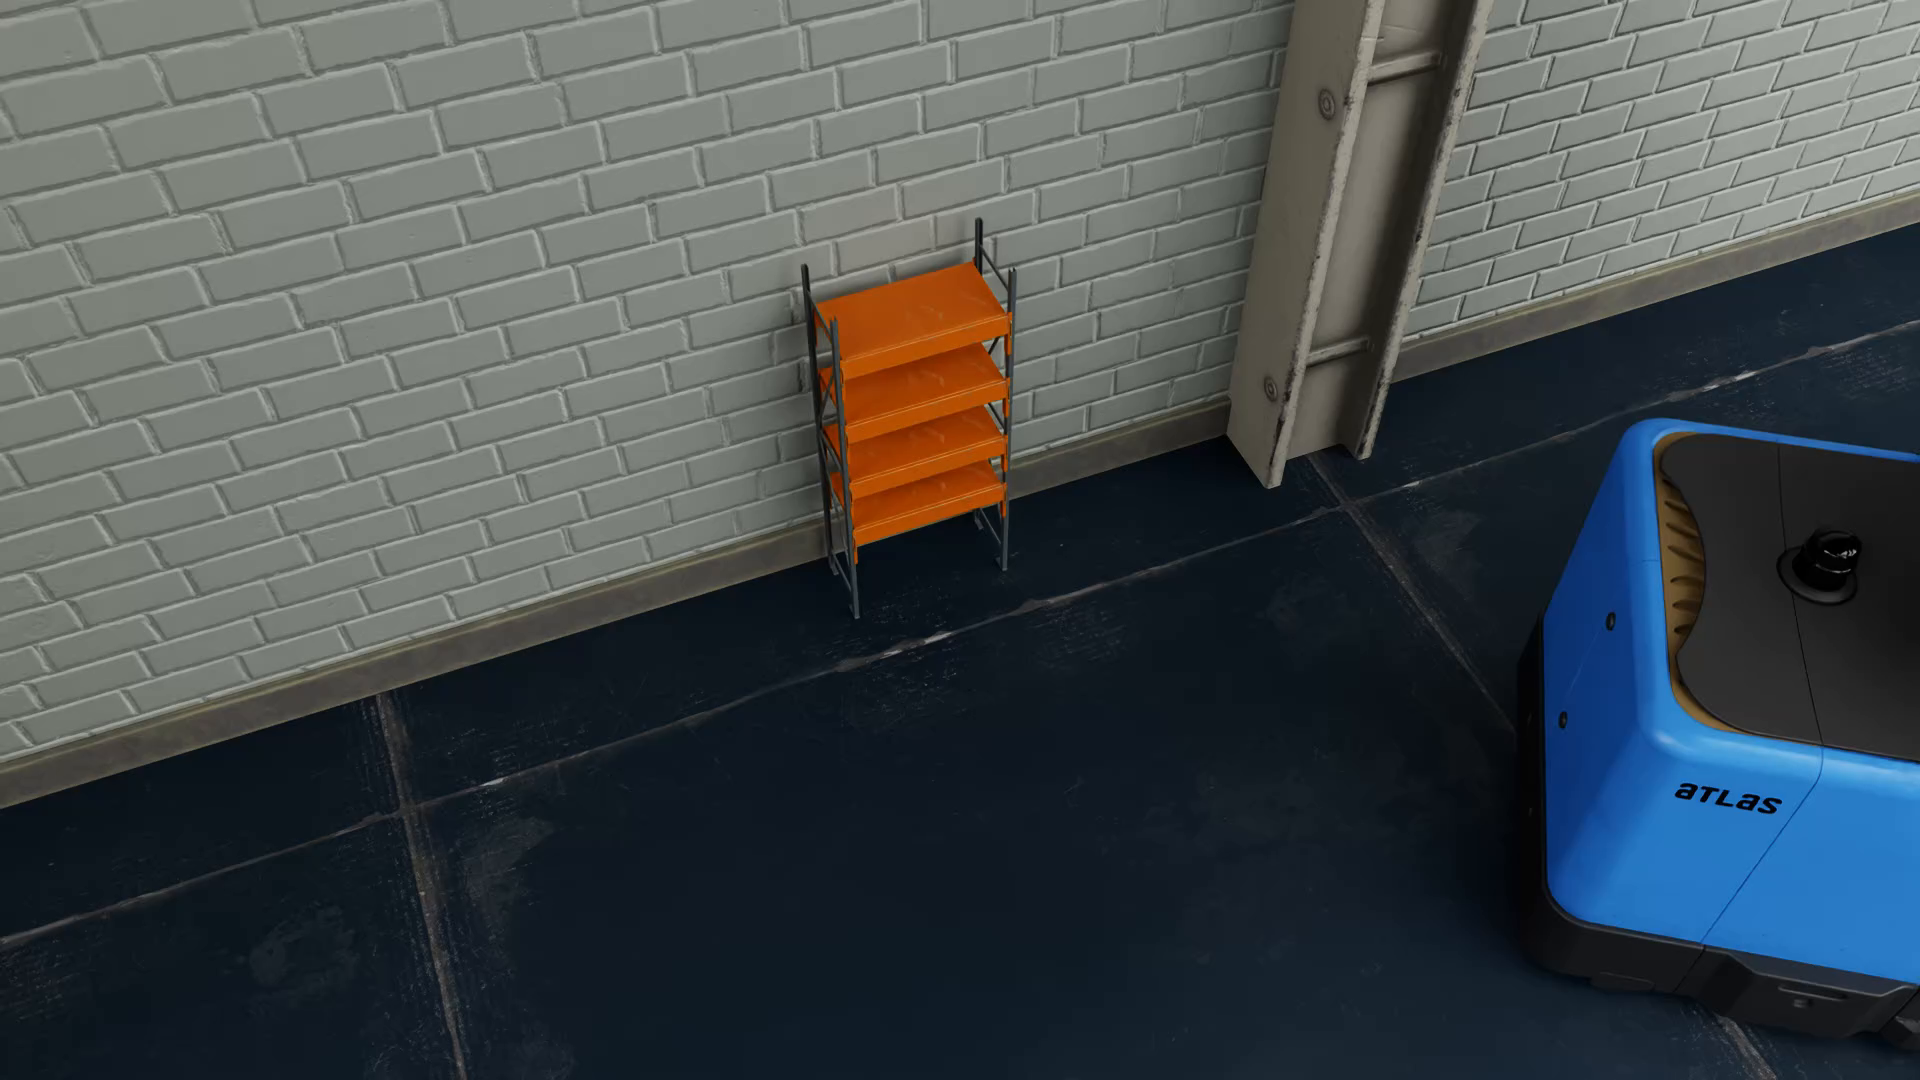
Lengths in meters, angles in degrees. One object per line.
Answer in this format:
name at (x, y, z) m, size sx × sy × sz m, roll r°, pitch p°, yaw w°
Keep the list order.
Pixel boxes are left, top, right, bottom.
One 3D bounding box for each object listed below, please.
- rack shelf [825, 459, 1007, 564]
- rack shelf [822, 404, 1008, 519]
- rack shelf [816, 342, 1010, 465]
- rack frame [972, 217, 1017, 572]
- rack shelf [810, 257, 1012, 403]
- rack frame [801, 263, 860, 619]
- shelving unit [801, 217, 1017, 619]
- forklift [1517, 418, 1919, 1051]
rack shelf at (-0.132, -0.134, 4.925) m, size 0.480 × 0.148 × 0.258 m, roll -18°, pitch 52°, yaw -15°
rack shelf at (-0.132, -0.263, 4.774) m, size 0.480 × 0.148 × 0.258 m, roll -18°, pitch 52°, yaw -15°
rack shelf at (-0.132, -0.409, 4.604) m, size 0.480 × 0.148 × 0.258 m, roll -18°, pitch 52°, yaw -15°
rack frame at (0.093, -0.379, 4.784) m, size 0.015 × 1.200 × 0.240 m, roll -18°, pitch 52°, yaw -15°
rack shelf at (-0.132, -0.563, 4.425) m, size 0.480 × 0.148 × 0.258 m, roll -18°, pitch 52°, yaw -15°
rack frame at (-0.357, -0.236, 4.661) m, size 0.015 × 1.200 × 0.240 m, roll -18°, pitch 52°, yaw -15°
shelving unit at (-0.132, -0.307, 4.723) m, size 0.503 × 1.200 × 0.258 m, roll -18°, pitch 52°, yaw -15°
forklift at (3.010, 0.025, 3.297) m, size 3.031 × 2.935 × 1.130 m, roll 9°, pitch 50°, yaw 8°
